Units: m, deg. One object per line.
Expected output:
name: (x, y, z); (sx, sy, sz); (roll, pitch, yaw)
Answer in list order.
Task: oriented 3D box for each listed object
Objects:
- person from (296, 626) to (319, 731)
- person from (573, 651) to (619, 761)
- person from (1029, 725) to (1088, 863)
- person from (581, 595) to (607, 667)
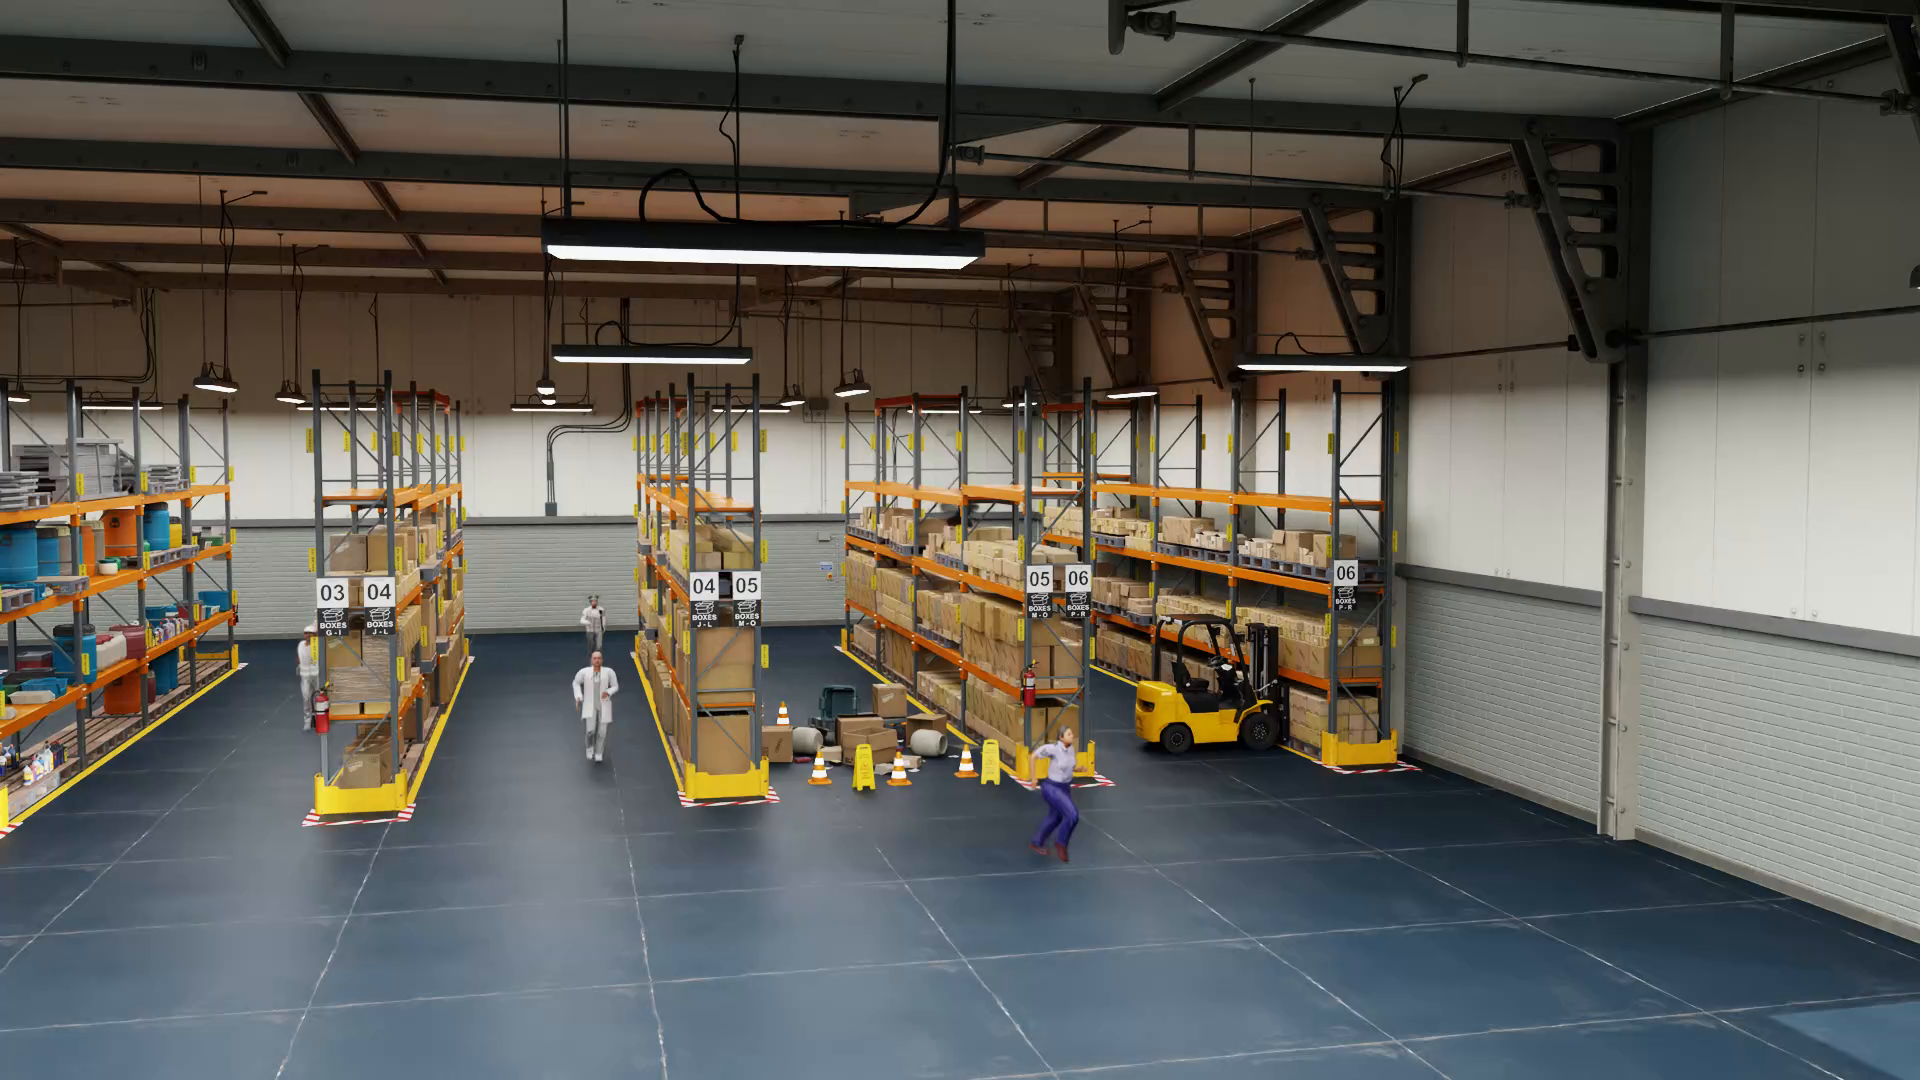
person: (-11.432, 2.409, 29.423); (0.665, 1.796, 0.925); (-1, 3, -9)
person: (-5.691, 2.619, 26.038); (0.704, 1.734, 0.653); (-1, 3, -15)
person: (1.163, 3.042, 19.960); (0.796, 1.626, 0.630); (2, 4, 35)
person: (-8.042, 2.044, 36.535); (0.562, 1.719, 0.857); (-1, 3, -11)
